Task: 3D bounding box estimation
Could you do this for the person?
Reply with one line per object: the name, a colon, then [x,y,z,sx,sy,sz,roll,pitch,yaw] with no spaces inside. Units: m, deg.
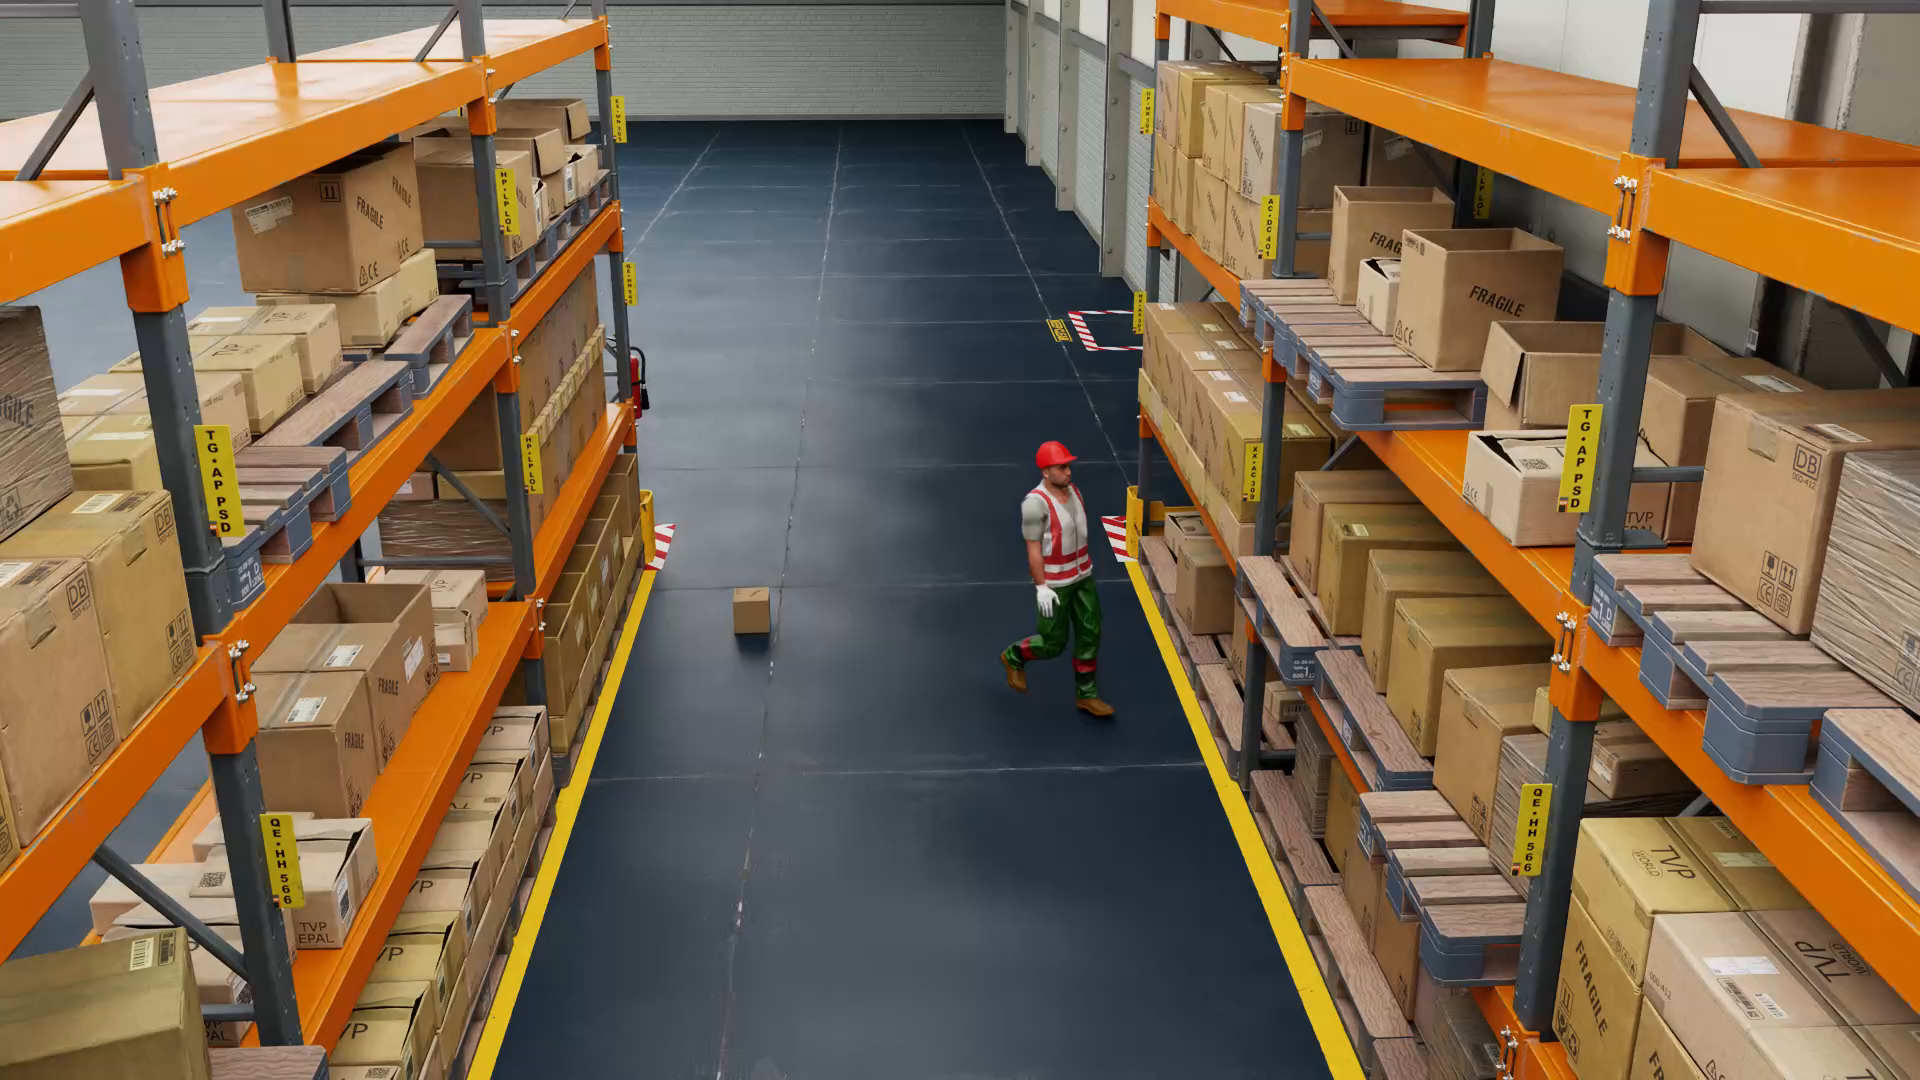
person: [0.612,0.237,10.385,0.543,1.769,0.780,-18,27,-41]
